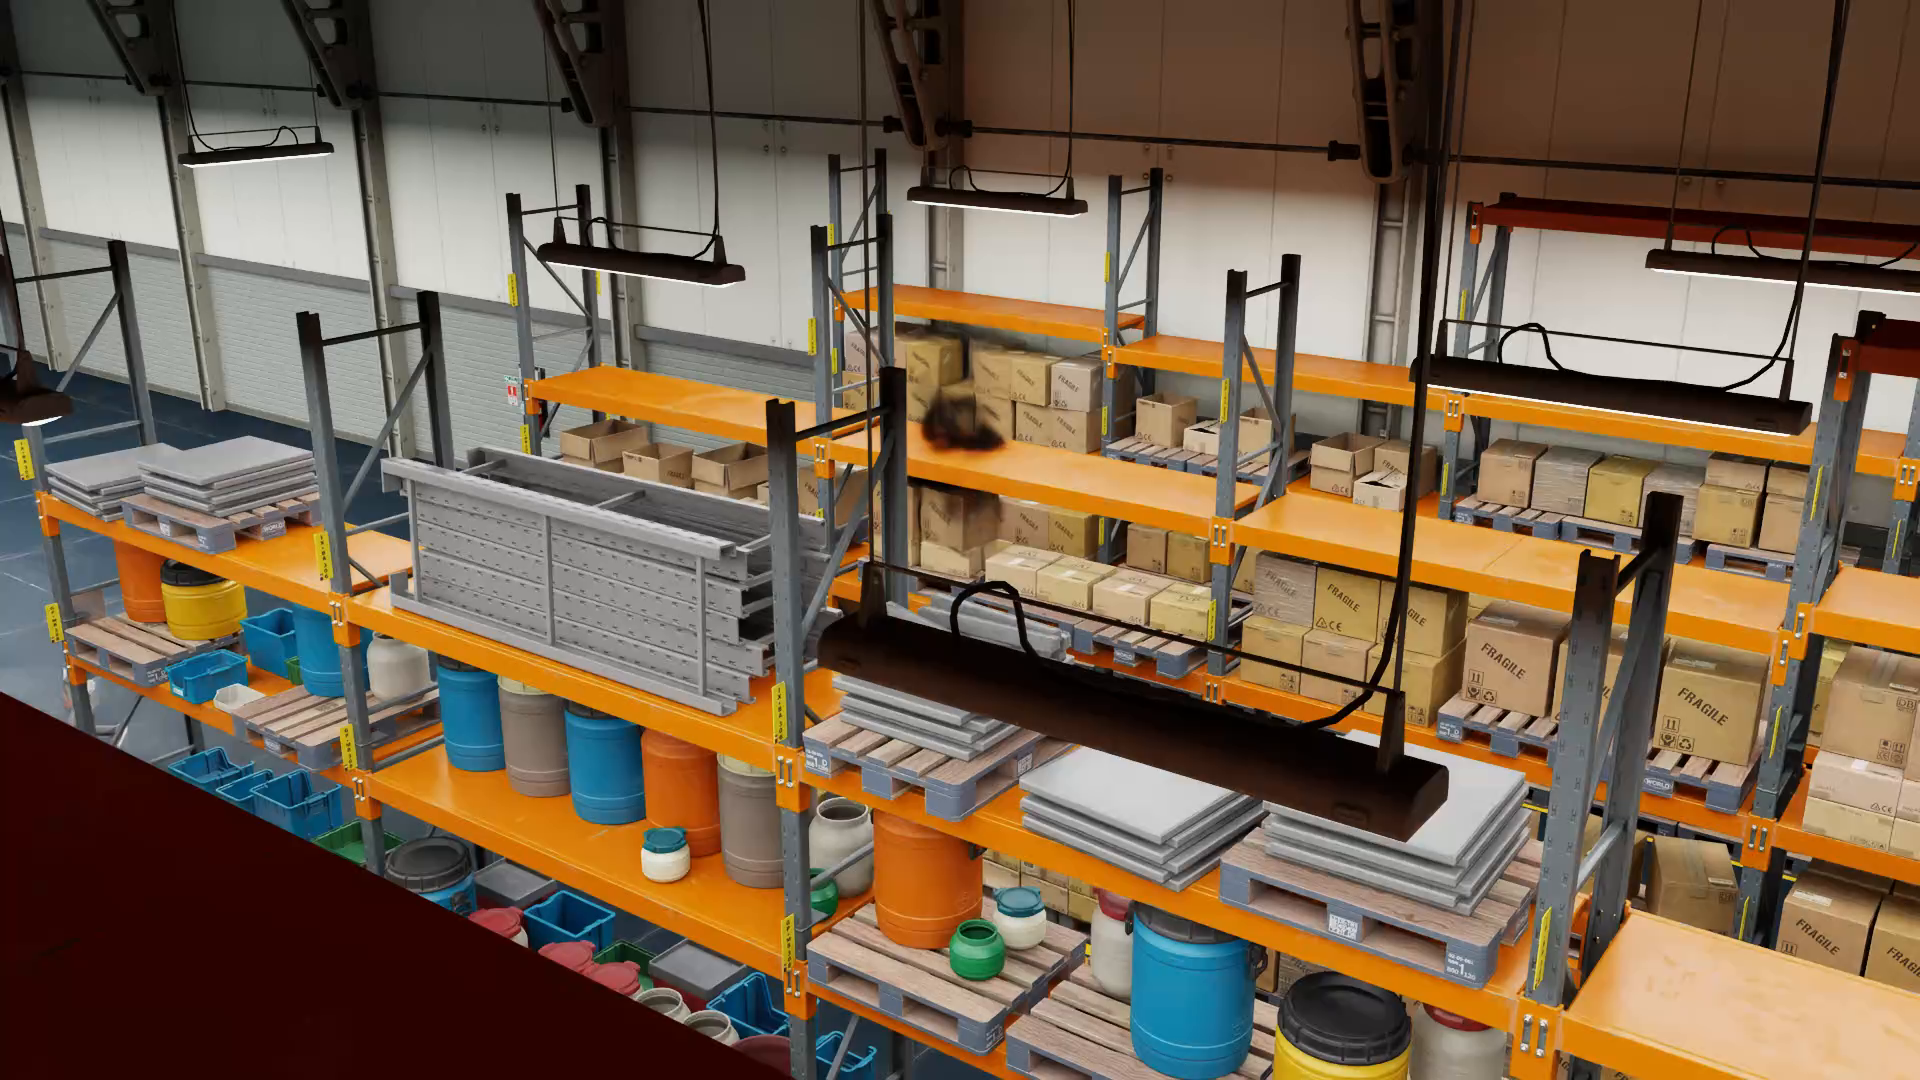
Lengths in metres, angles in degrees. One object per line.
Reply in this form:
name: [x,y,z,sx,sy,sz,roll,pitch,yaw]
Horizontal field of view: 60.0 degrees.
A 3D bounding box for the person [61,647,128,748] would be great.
person: [-9.208,1.730,17.544,0.580,1.564,0.545,-9,20,-25]
